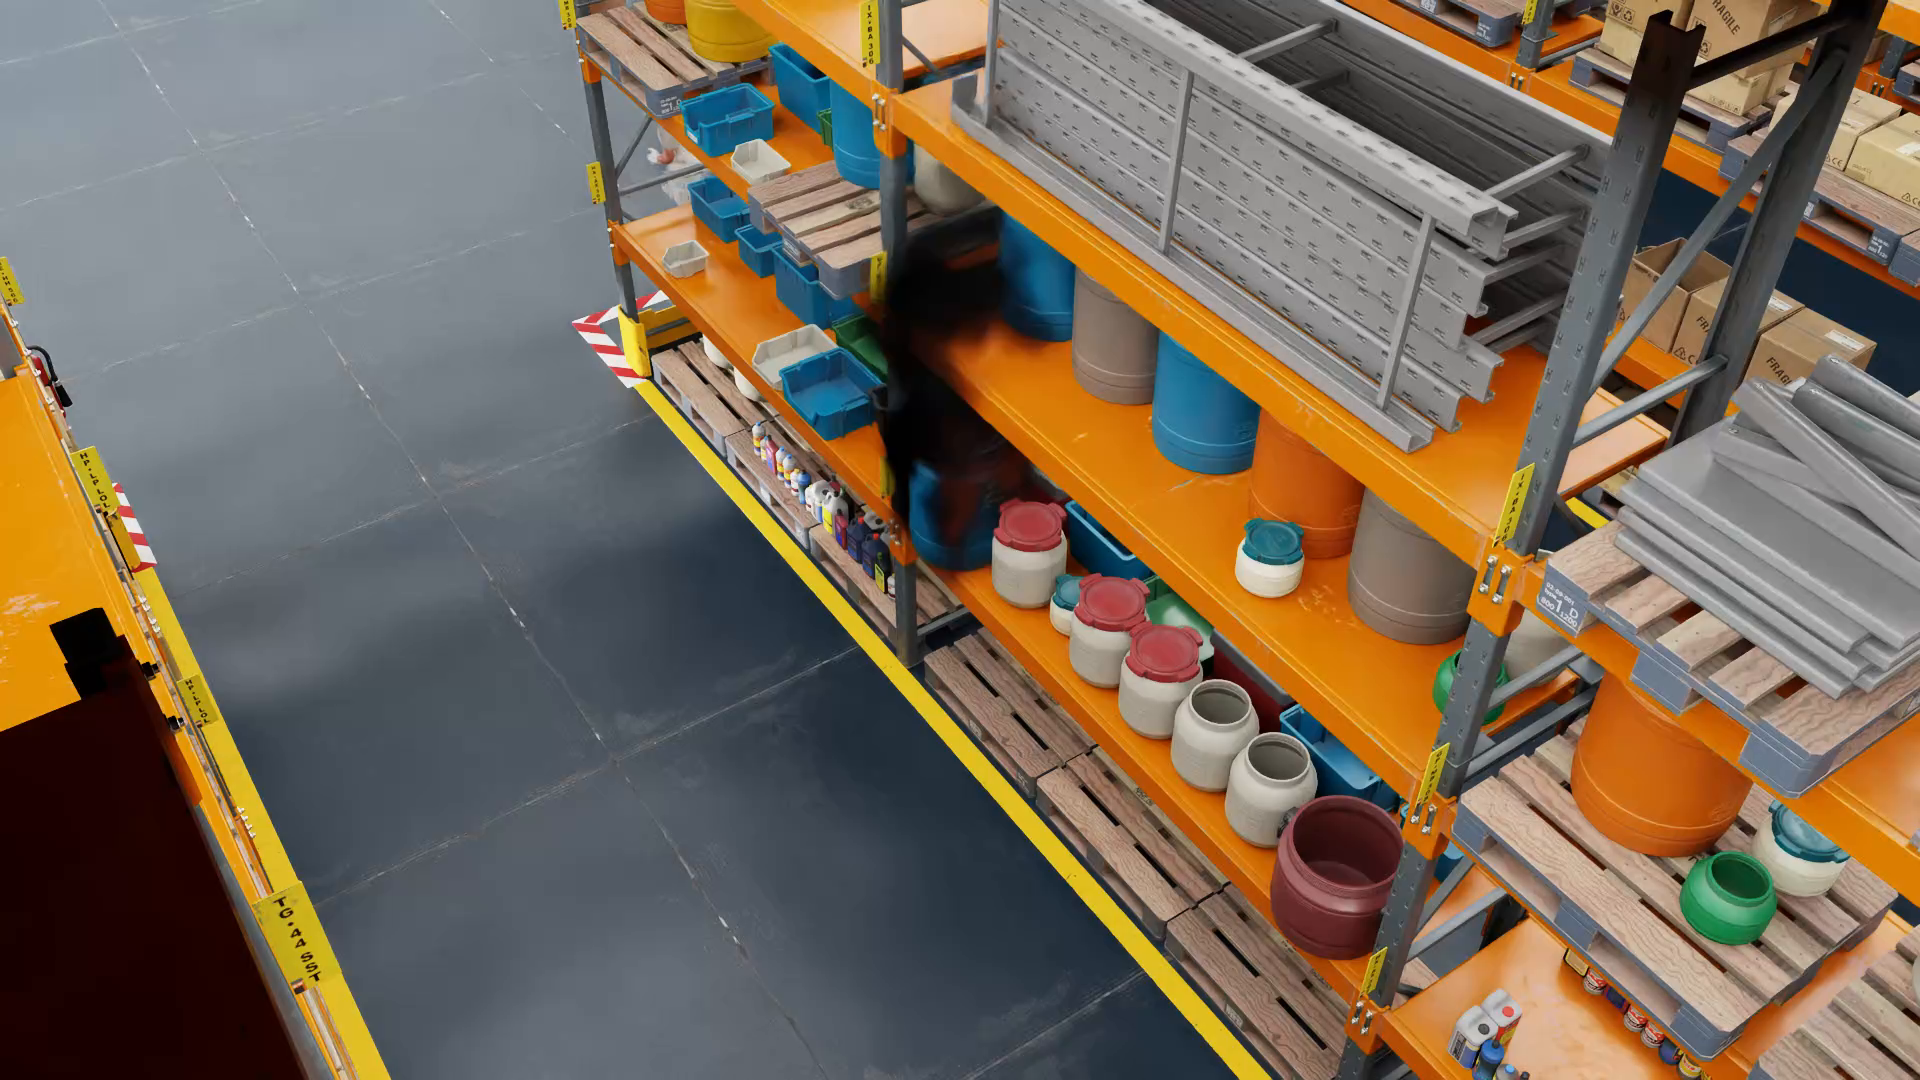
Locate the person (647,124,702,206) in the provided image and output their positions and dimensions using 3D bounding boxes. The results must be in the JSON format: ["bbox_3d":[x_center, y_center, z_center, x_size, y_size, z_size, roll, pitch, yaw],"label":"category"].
[{"bbox_3d":[-2.320,-3.150,13.907,0.578,1.734,0.650,10,44,11],"label":"person"}]
